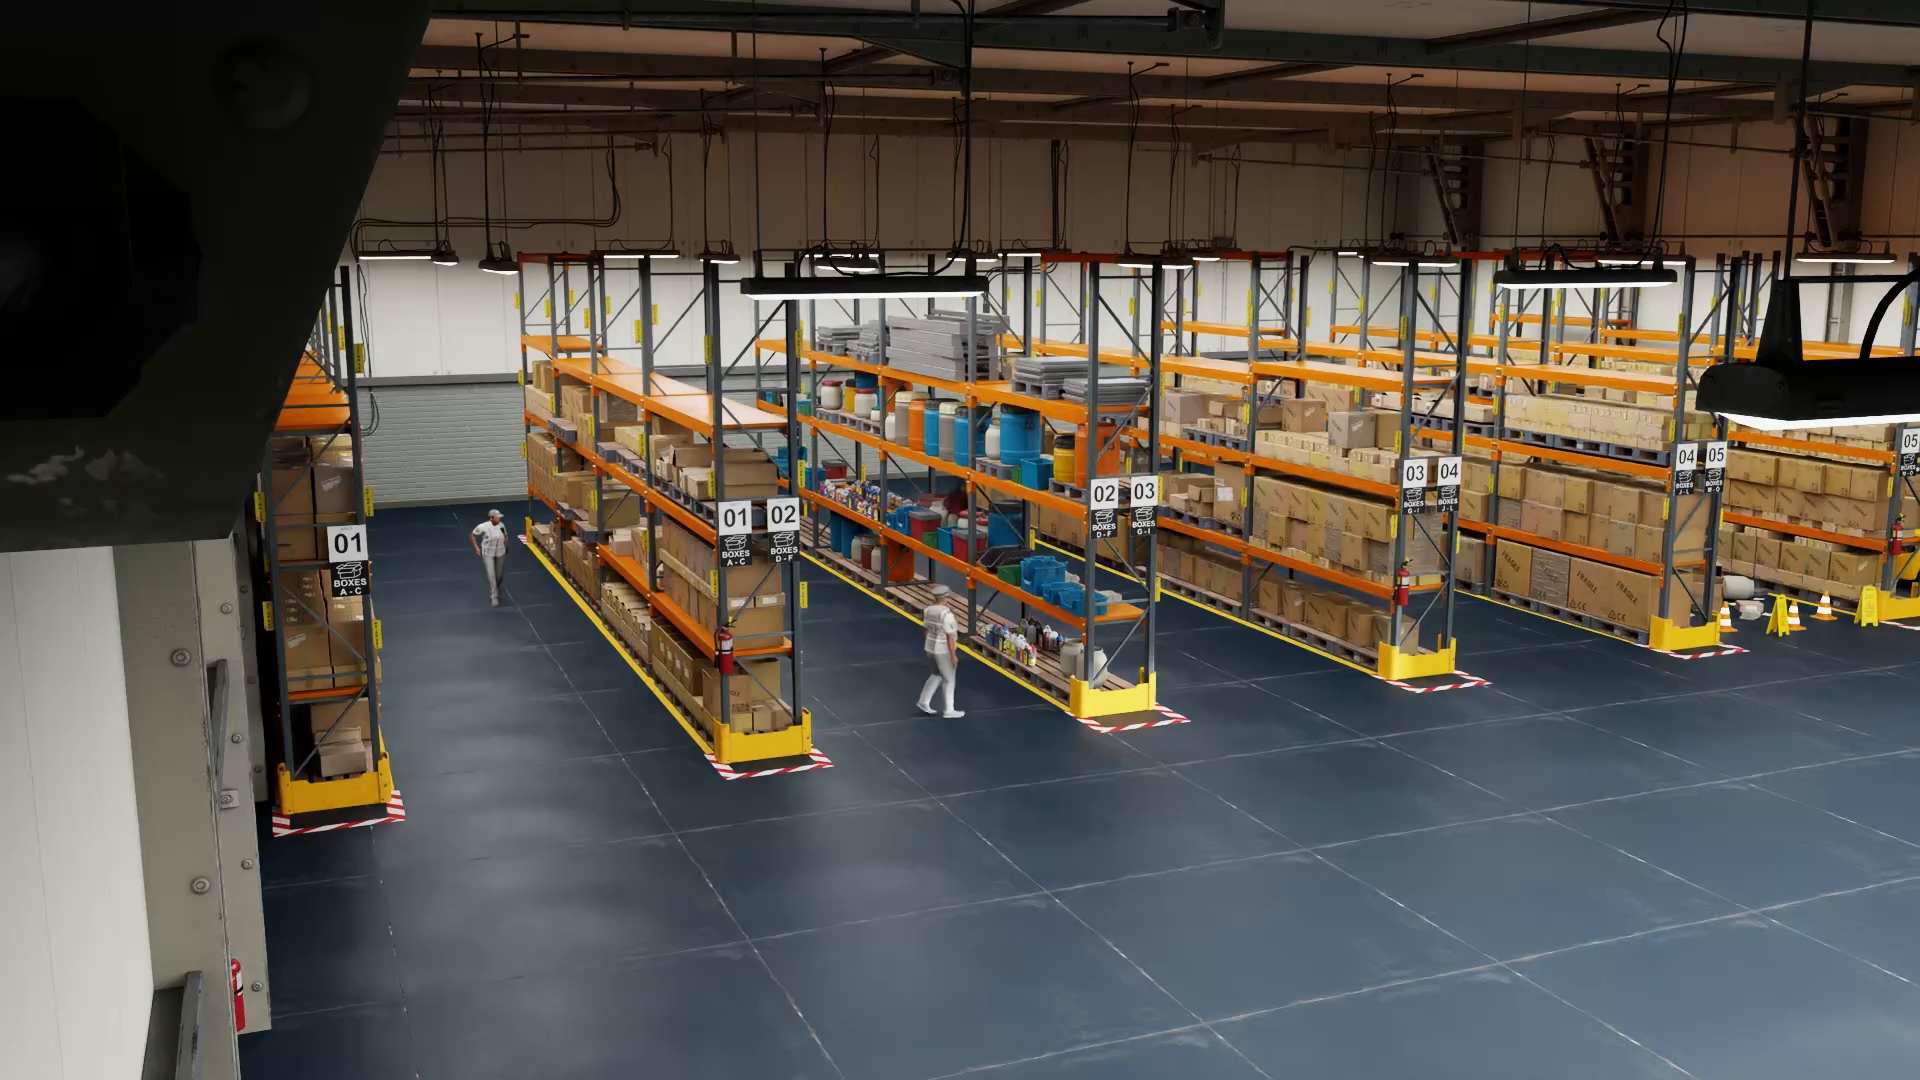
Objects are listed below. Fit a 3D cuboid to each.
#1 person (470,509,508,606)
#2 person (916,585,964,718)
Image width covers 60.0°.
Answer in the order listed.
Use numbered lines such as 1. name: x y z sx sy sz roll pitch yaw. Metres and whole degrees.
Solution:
1. person: -8.153 0.265 28.888 0.632 1.617 1.028 -4 11 -22
2. person: -0.227 1.492 22.094 0.497 1.788 0.609 -7 12 -32
